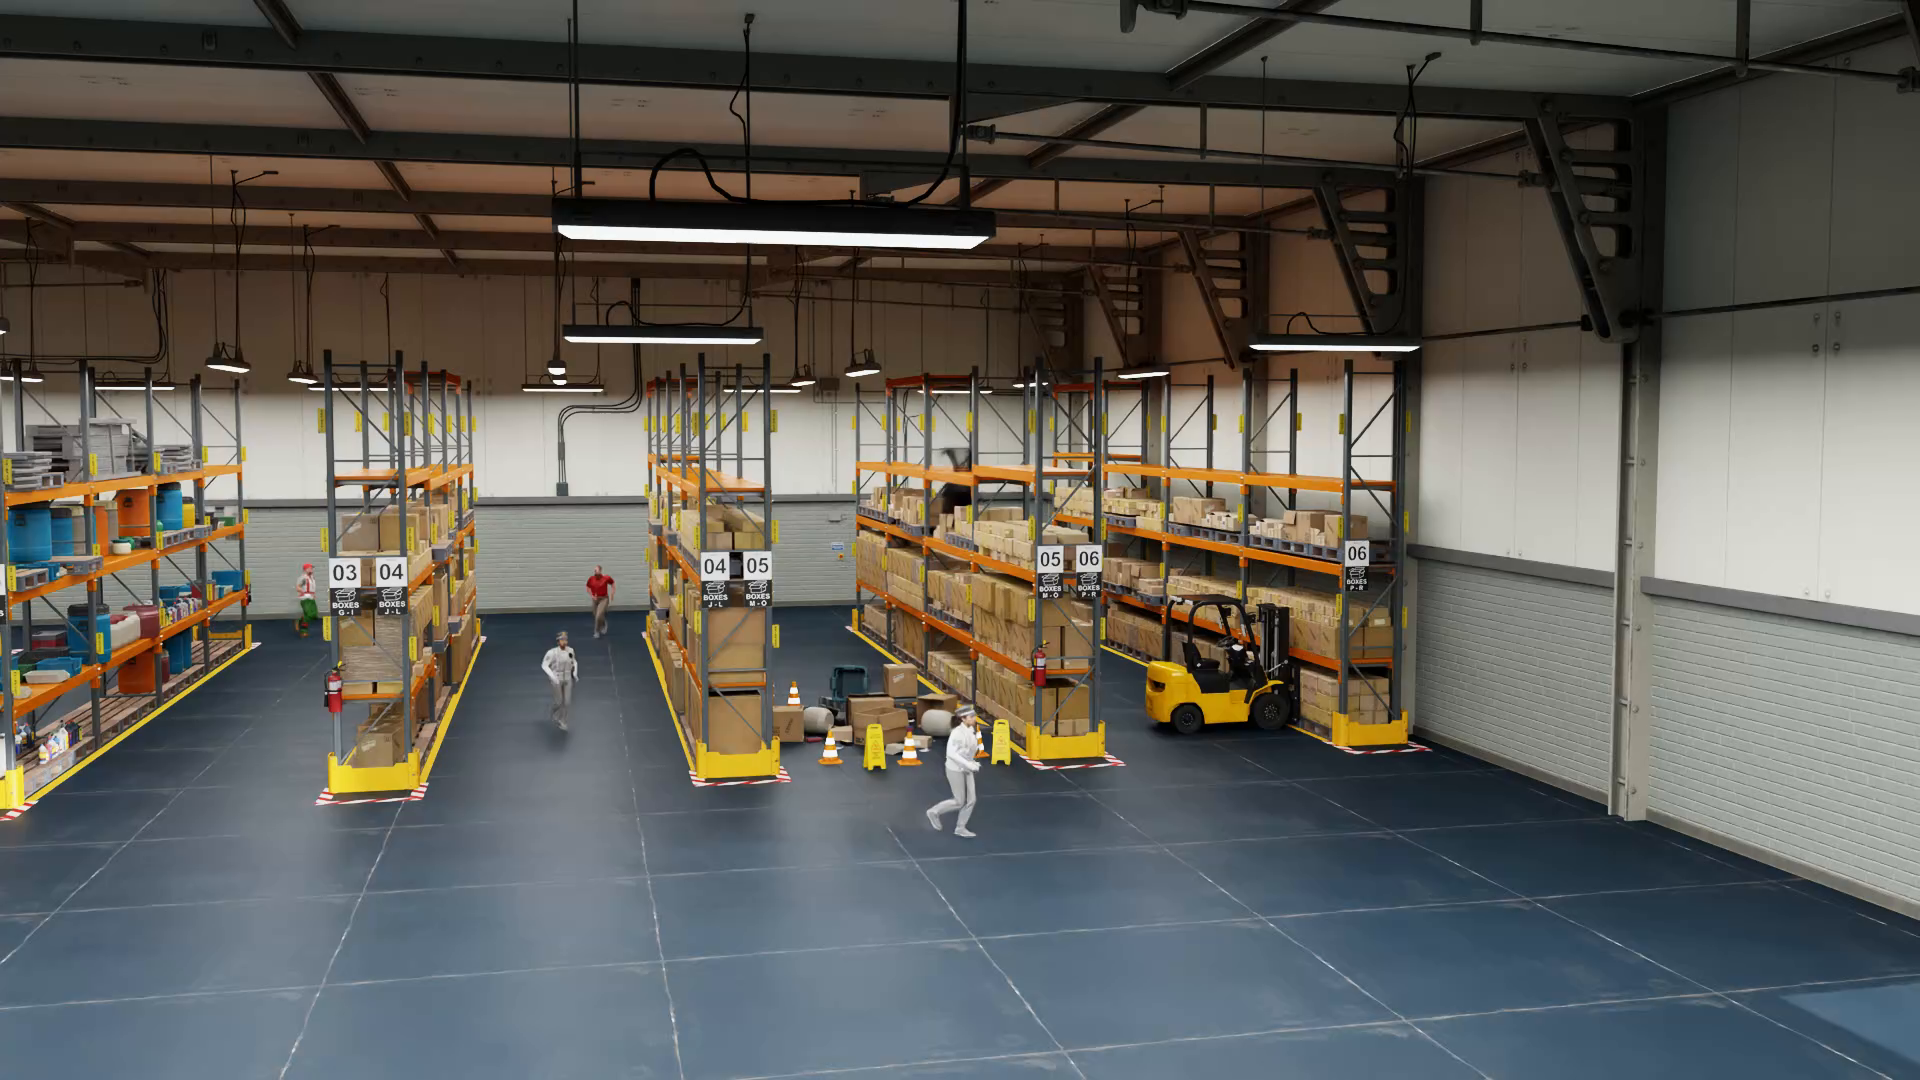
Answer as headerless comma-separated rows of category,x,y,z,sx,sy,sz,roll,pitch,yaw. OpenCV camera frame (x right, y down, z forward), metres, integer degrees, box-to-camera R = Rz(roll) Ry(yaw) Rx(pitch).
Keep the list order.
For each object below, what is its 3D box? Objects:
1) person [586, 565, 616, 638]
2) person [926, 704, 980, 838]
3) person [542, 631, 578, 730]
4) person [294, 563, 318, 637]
person,-8.448,1.438,39.307,0.667,1.719,0.726,1,4,15
person,-0.054,2.793,20.215,0.714,1.636,0.614,2,4,28
person,-6.597,2.293,27.389,0.615,1.629,0.590,-3,5,-32
person,-15.491,1.408,39.387,0.571,1.723,0.749,1,4,9
